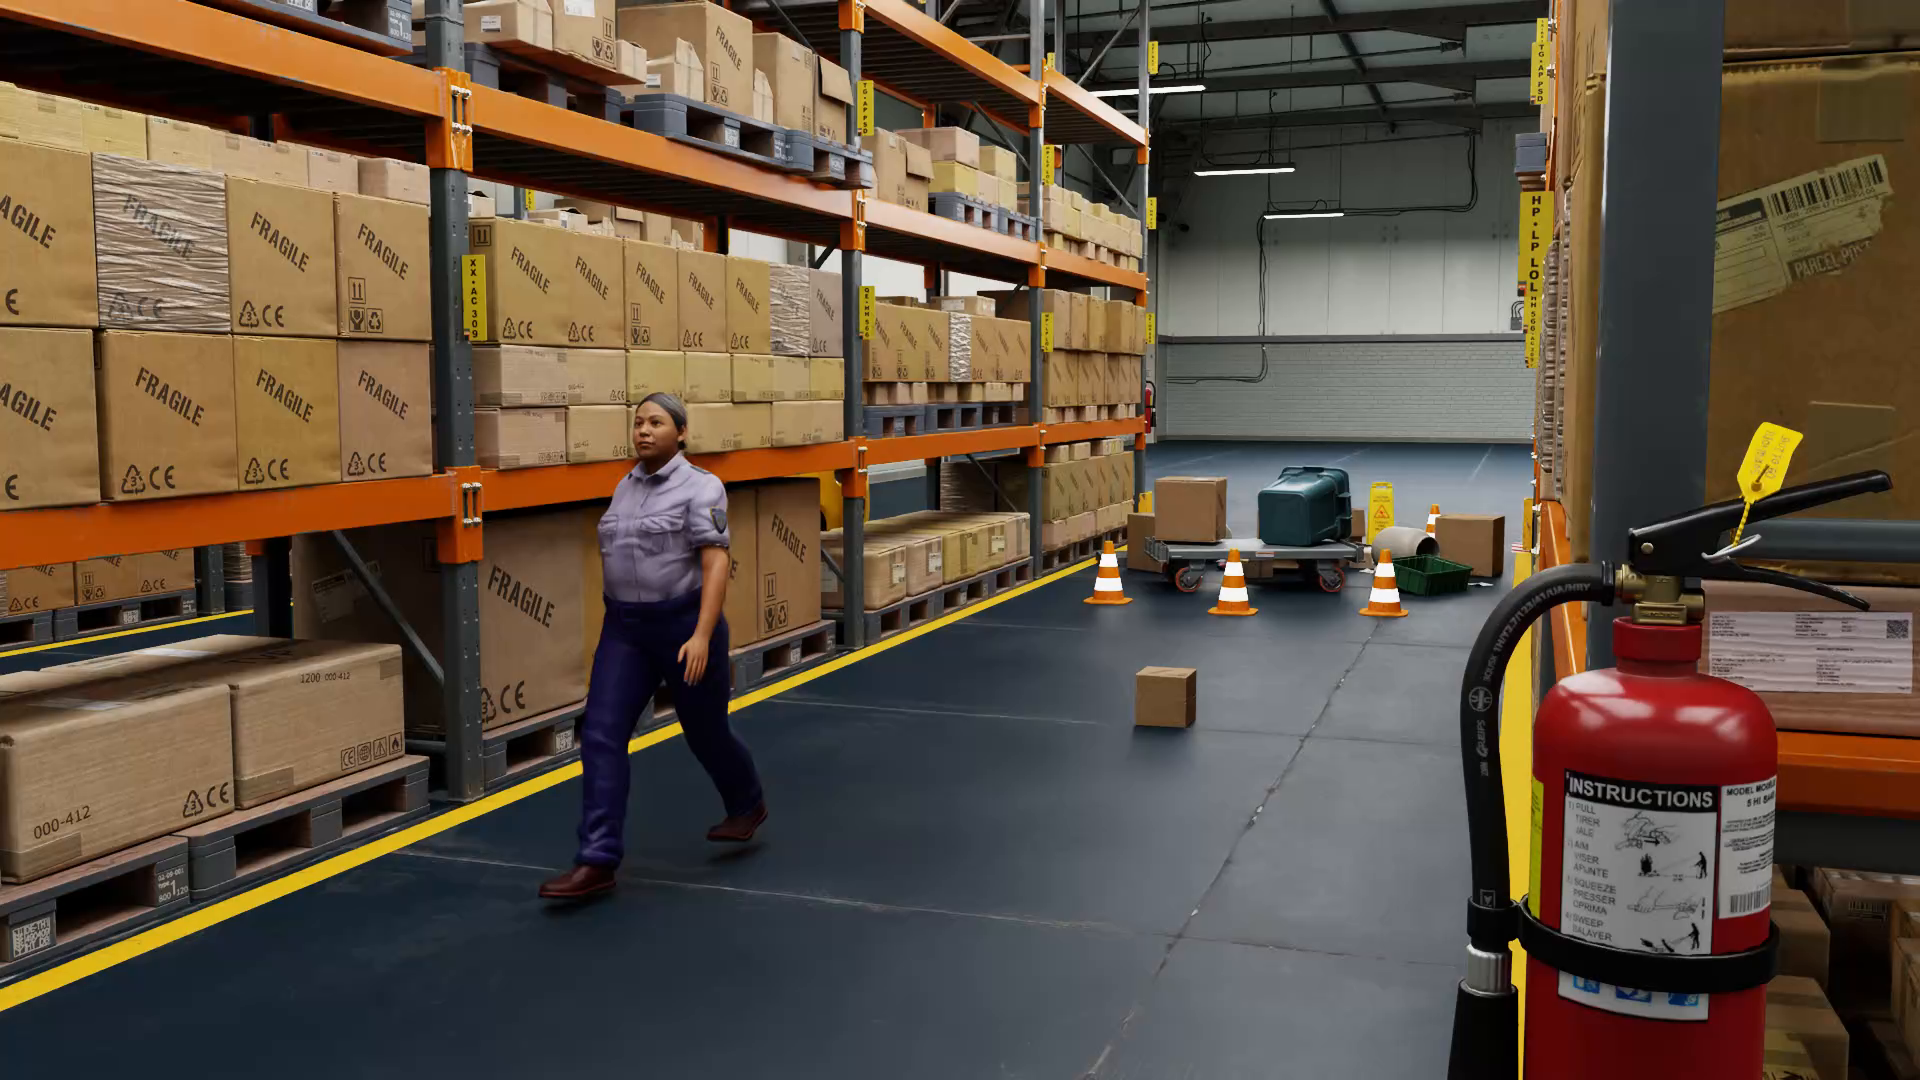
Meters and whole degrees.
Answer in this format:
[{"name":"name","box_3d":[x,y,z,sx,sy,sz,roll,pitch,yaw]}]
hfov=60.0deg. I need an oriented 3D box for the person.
[{"name":"person","box_3d":[-0.968,0.323,5.463,0.504,1.578,0.986,2,6,24]}]
